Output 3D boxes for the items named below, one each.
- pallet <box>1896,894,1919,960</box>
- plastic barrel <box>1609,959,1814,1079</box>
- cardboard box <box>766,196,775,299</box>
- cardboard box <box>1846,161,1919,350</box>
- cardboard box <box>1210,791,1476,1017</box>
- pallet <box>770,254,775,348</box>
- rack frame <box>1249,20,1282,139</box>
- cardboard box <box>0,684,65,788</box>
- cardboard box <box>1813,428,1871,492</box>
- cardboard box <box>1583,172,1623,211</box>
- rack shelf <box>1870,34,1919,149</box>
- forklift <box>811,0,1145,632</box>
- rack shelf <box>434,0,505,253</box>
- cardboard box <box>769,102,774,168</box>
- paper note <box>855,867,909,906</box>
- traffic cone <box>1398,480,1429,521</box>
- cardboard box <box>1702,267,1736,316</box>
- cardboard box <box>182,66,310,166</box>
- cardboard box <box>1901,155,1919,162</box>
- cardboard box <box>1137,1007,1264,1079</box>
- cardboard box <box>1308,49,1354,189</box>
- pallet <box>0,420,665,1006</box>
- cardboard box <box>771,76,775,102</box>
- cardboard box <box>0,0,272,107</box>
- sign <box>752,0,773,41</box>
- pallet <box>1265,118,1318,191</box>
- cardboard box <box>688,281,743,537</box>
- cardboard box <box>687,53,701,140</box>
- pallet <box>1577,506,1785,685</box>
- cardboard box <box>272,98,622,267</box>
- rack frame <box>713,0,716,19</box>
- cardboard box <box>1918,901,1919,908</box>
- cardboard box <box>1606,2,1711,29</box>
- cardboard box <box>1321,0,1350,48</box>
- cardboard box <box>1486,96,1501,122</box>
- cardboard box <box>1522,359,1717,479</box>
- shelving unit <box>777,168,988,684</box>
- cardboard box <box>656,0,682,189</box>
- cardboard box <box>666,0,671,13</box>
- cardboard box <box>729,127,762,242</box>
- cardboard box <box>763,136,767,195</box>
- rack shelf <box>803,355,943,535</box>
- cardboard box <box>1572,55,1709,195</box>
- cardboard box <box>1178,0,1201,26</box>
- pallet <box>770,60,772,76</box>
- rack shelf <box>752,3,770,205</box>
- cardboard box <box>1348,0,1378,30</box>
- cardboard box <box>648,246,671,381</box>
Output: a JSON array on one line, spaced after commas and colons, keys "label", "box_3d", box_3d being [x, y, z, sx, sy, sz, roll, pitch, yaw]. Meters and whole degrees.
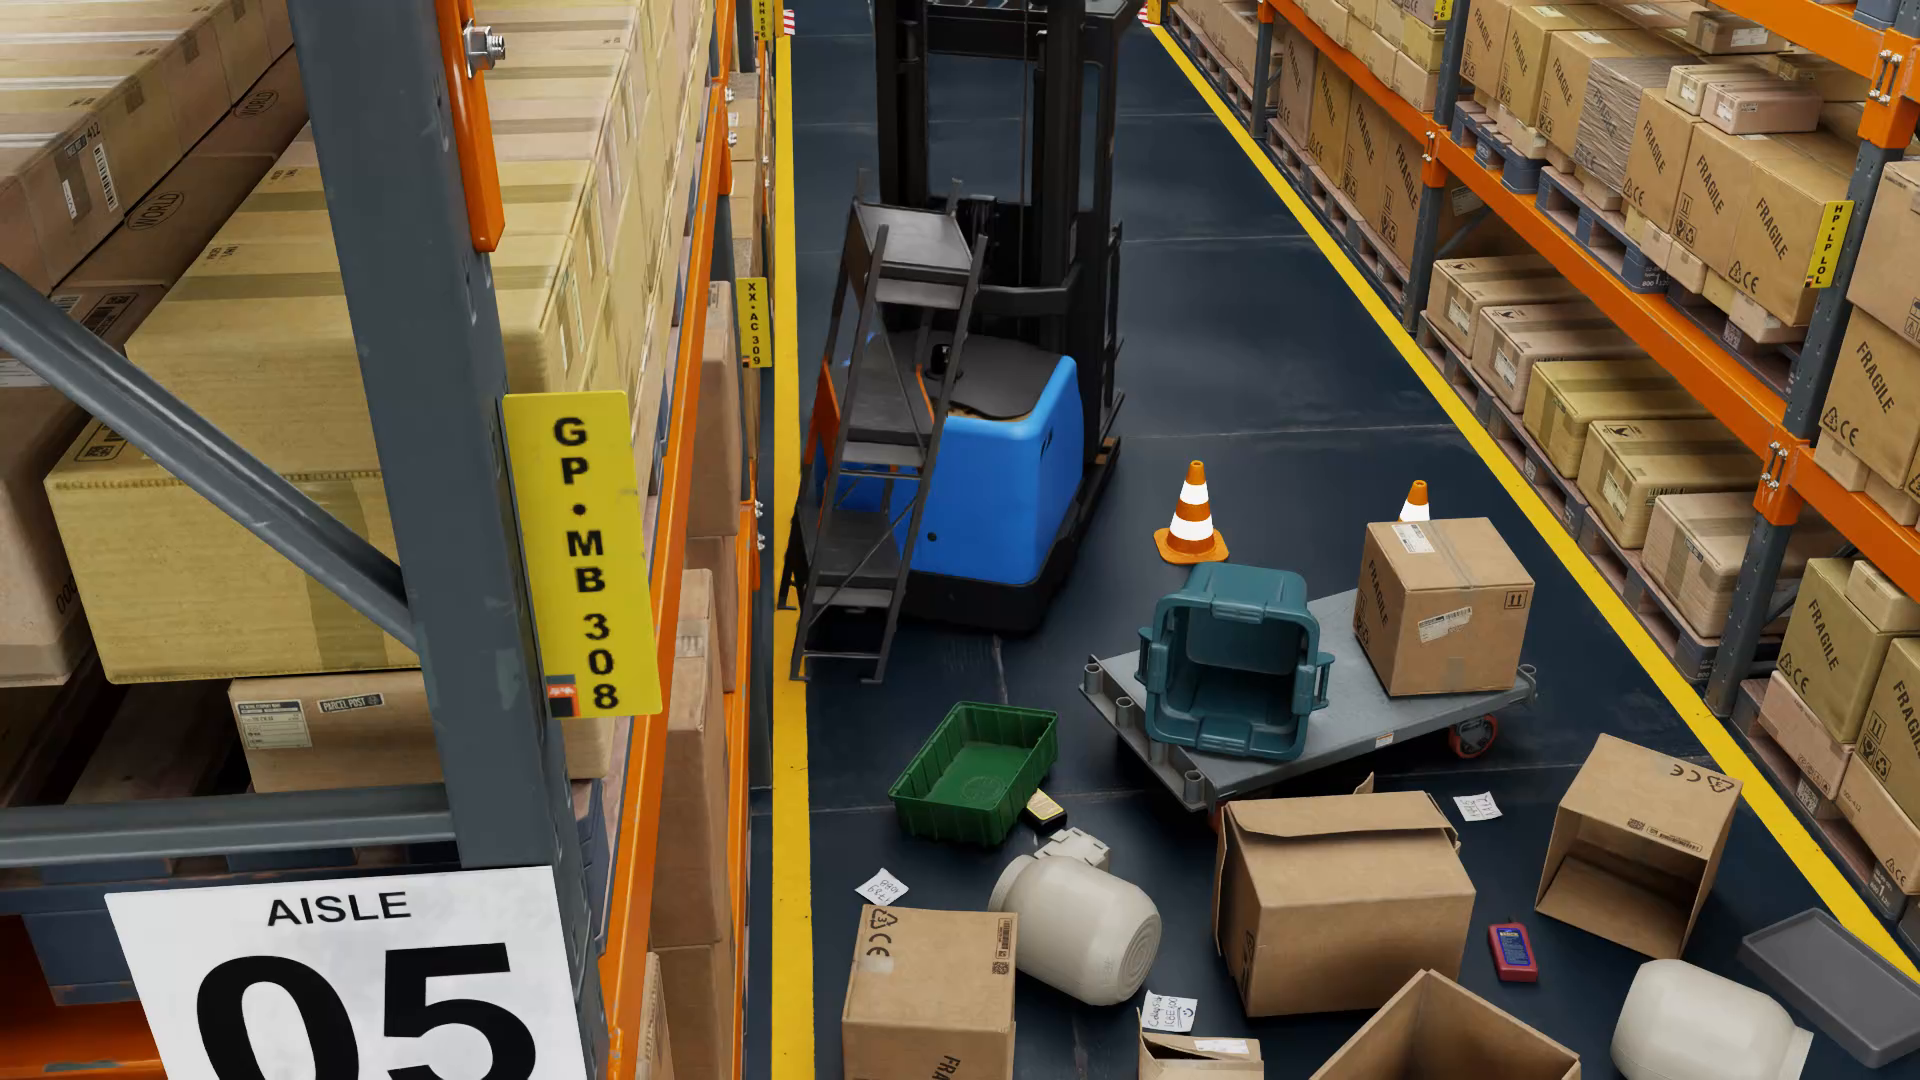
[{"label": "pallet", "box_3d": [3.885, 1.573, 5.411, 1.003, 0.211, 1.213, -3, 31, -5]}, {"label": "plastic barrel", "box_3d": [2.343, 1.576, 5.198, 0.512, 0.421, 0.421, 20, 36, 29]}, {"label": "cardboard box", "box_3d": [-1.435, -1.824, 10.407, 0.500, 0.500, 0.500, -4, 31, -7]}, {"label": "cardboard box", "box_3d": [3.495, -0.955, 5.561, 0.700, 0.500, 0.500, -3, 31, -5]}, {"label": "cardboard box", "box_3d": [1.263, 1.213, 5.596, 0.797, 0.637, 0.503, -3, 31, -5]}, {"label": "pallet", "box_3d": [-1.694, -1.545, 10.631, 1.003, 0.211, 1.213, -3, 31, -5]}, {"label": "rack frame", "box_3d": [2.923, -4.674, 13.151, 1.000, 3.000, 0.127, -3, 31, -5]}, {"label": "cardboard box", "box_3d": [-1.244, 0.184, 1.829, 0.380, 0.149, 0.250, -3, 31, -5]}, {"label": "cardboard box", "box_3d": [3.380, -0.306, 6.082, 0.380, 0.149, 0.250, -3, 31, -5]}, {"label": "cardboard box", "box_3d": [3.244, -1.702, 8.010, 0.380, 0.149, 0.250, -2, 31, -3]}, {"label": "rack shelf", "box_3d": [3.857, -0.548, 4.018, 1.077, 0.370, 4.000, -3, 31, -5]}, {"label": "forklift", "box_3d": [0.232, -1.594, 8.061, 1.130, 2.935, 3.031, 8, 32, 14]}, {"label": "rack shelf", "box_3d": [-1.062, -1.375, 2.868, 1.077, 0.370, 4.000, -3, 31, -5]}, {"label": "cardboard box", "box_3d": [-1.676, -3.127, 12.588, 0.500, 0.500, 0.500, -3, 31, -6]}, {"label": "paper note", "box_3d": [-0.285, 1.273, 6.088, 0.142, 0.020, 0.147, 27, 40, 37]}, {"label": "traffic cone", "box_3d": [2.160, -0.067, 7.911, 0.336, 0.463, 0.334, -3, 31, -5]}, {"label": "cardboard box", "box_3d": [3.340, -1.047, 6.914, 0.380, 0.149, 0.250, -4, 31, -6]}, {"label": "cardboard box", "box_3d": [-1.291, -0.582, 2.723, 0.500, 0.250, 0.500, -3, 31, -5]}, {"label": "cardboard box", "box_3d": [3.912, -1.194, 6.527, 0.500, 0.500, 0.500, -2, 31, -3]}, {"label": "cardboard box", "box_3d": [0.745, 1.662, 5.209, 0.396, 0.266, 0.258, 2, 31, 4]}, {"label": "cardboard box", "box_3d": [3.152, -3.169, 12.293, 0.875, 0.875, 0.875, -2, 31, -3]}, {"label": "pallet", "box_3d": [-0.955, 0.113, 2.297, 1.003, 0.211, 1.213, -3, 31, -5]}, {"label": "cardboard box", "box_3d": [-1.712, -3.670, 13.550, 0.380, 0.149, 0.250, -1, 31, -2]}, {"label": "cardboard box", "box_3d": [-1.363, -0.809, 2.715, 0.380, 0.149, 0.250, -3, 31, -5]}, {"label": "sign", "box_3d": [-1.070, -2.869, 8.999, 0.100, 0.325, 0.005, -3, 31, -5]}, {"label": "pallet", "box_3d": [3.070, -3.087, 13.212, 1.003, 0.211, 1.213, -3, 31, -5]}, {"label": "cardboard box", "box_3d": [-1.082, -0.364, 4.735, 0.875, 0.550, 0.550, -3, 31, -5]}, {"label": "cardboard box", "box_3d": [-0.801, -1.015, 3.837, 0.380, 0.149, 0.250, -2, 31, -4]}, {"label": "pallet", "box_3d": [3.596, 0.210, 7.693, 1.003, 0.211, 1.213, -3, 31, -5]}, {"label": "cardboard box", "box_3d": [-0.636, -0.449, 2.111, 0.380, 0.149, 0.250, -3, 31, -5]}, {"label": "rack frame", "box_3d": [-1.249, -2.877, 4.291, 1.000, 3.000, 0.127, -3, 31, -5]}, {"label": "cardboard box", "box_3d": [3.570, 1.267, 5.475, 0.500, 0.250, 0.500, -3, 31, -5]}, {"label": "cardboard box", "box_3d": [3.675, -2.501, 8.715, 0.500, 0.500, 0.500, -3, 31, -5]}, {"label": "cardboard box", "box_3d": [2.820, -3.591, 11.482, 0.500, 0.250, 0.500, -3, 31, -5]}, {"label": "cardboard box", "box_3d": [3.135, -2.384, 9.151, 0.380, 0.149, 0.250, -5, 31, -8]}, {"label": "cardboard box", "box_3d": [3.481, -0.632, 8.535, 0.950, 0.372, 0.625, -2, 31, -3]}, {"label": "shelving unit", "box_3d": [-0.358, -0.393, 6.692, 0.431, 2.100, 0.503, 4, 35, -16]}, {"label": "cardboard box", "box_3d": [-0.807, -0.865, 3.197, 0.500, 0.250, 0.500, -3, 31, -5]}, {"label": "cardboard box", "box_3d": [-0.755, -1.100, 3.202, 0.380, 0.149, 0.250, -2, 31, -4]}, {"label": "cardboard box", "box_3d": [-1.221, -1.659, 8.005, 0.500, 0.500, 0.500, -3, 31, -5]}, {"label": "cardboard box", "box_3d": [-1.493, -2.395, 10.631, 0.500, 0.250, 0.500, -3, 31, -5]}, {"label": "rack shelf", "box_3d": [-0.361, -0.382, 6.699, 0.431, 0.518, 0.480, 4, 35, -16]}, {"label": "cardboard box", "box_3d": [3.259, -1.950, 7.792, 0.500, 0.500, 0.500, -4, 31, -6]}, {"label": "cardboard box", "box_3d": [2.710, -5.465, 16.563, 0.875, 0.438, 0.875, -4, 31, -6]}, {"label": "pallet", "box_3d": [-2.211, -4.154, 14.999, 1.003, 0.211, 1.213, -3, 31, -5]}, {"label": "rack shelf", "box_3d": [-1.810, -3.056, 11.142, 1.077, 0.370, 4.000, -3, 31, -5]}, {"label": "cardboard box", "box_3d": [2.878, -3.540, 10.909, 0.500, 0.250, 0.500, -4, 31, -6]}, {"label": "cardboard box", "box_3d": [-0.683, -0.368, 2.754, 0.380, 0.149, 0.250, -3, 31, -4]}]
